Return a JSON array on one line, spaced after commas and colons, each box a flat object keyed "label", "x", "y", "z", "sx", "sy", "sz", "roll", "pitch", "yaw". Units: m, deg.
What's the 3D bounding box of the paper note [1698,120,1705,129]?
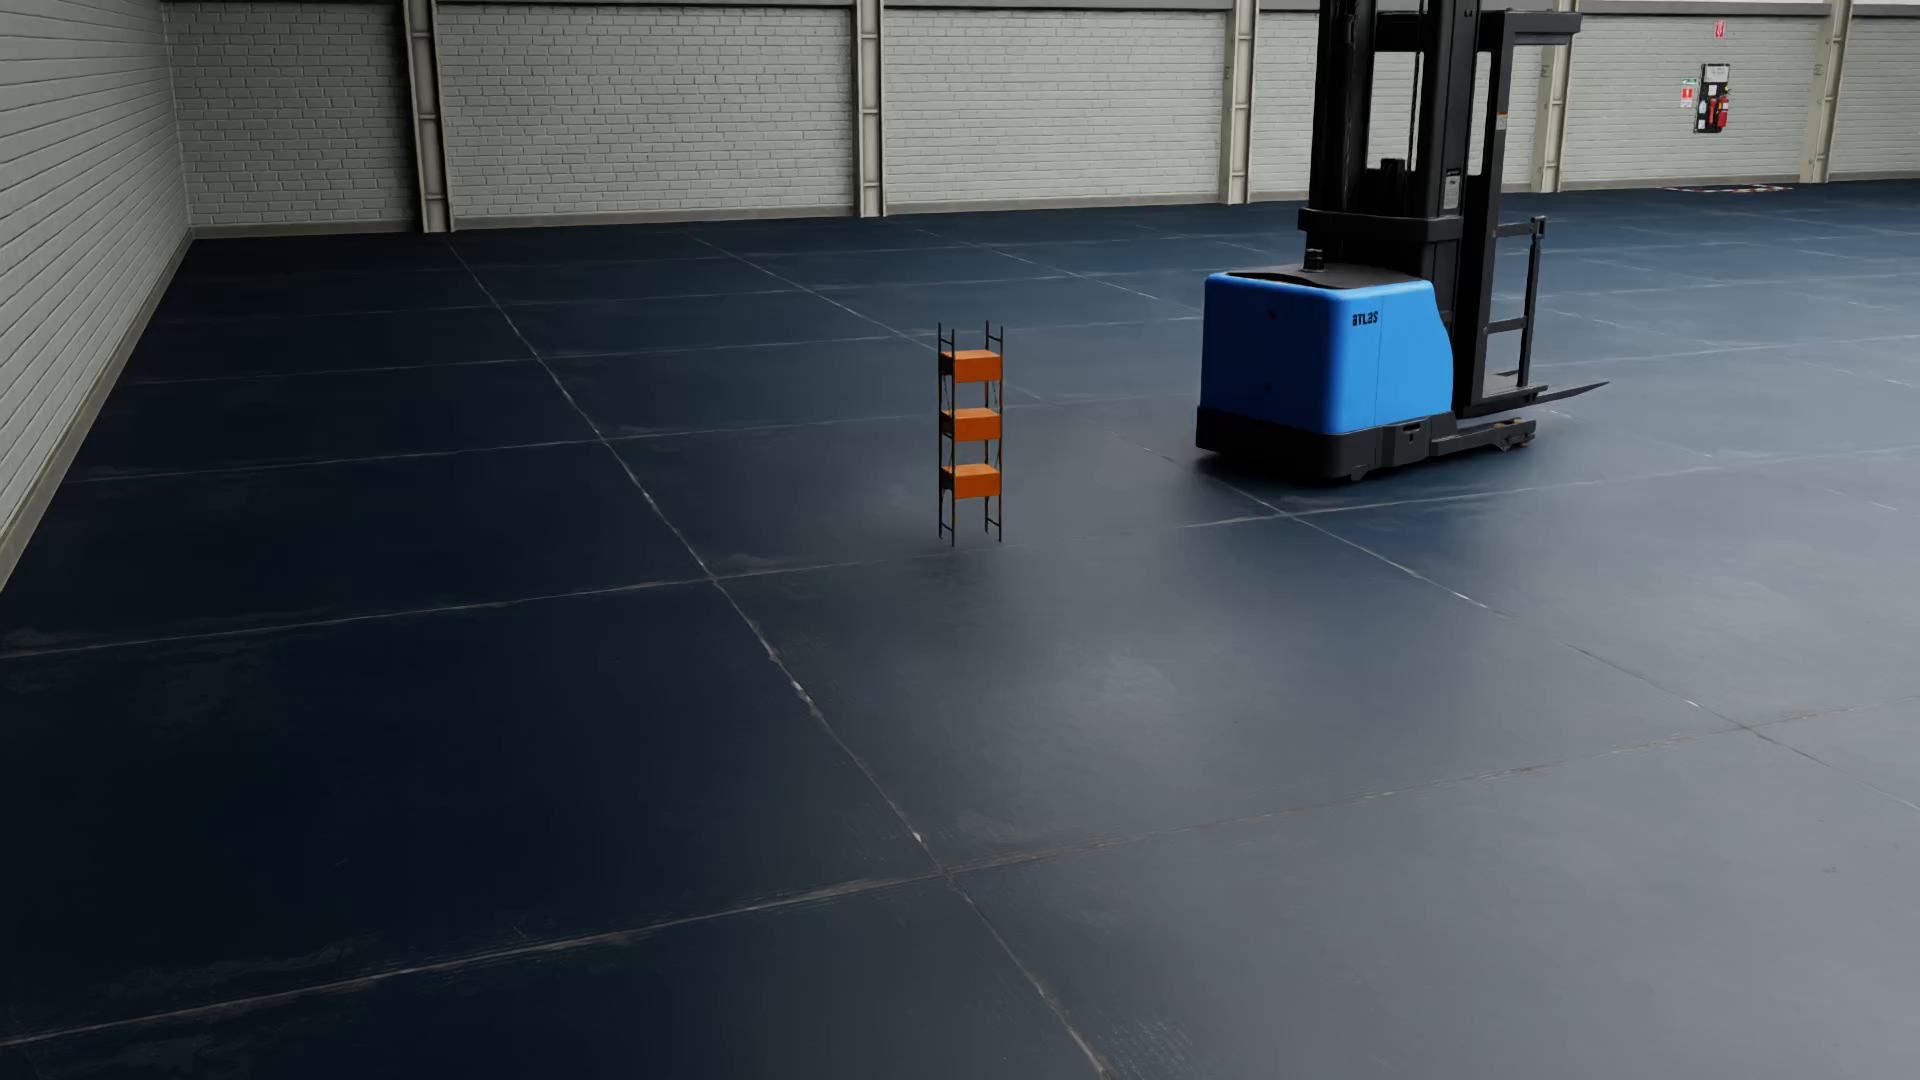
[{"label": "paper note", "x": 12.997, "y": -7.280, "z": 29.130, "sx": 0.142, "sy": 0.148, "sz": 0.016, "roll": -6, "pitch": 17, "yaw": -20}]

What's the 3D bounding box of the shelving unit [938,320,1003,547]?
[{"label": "shelving unit", "x": 0.050, "y": -0.509, "z": 7.969, "sx": 0.252, "sy": 1.050, "sz": 0.215, "roll": -6, "pitch": 17, "yaw": -20}]

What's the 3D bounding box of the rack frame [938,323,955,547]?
[{"label": "rack frame", "x": -0.064, "y": -0.497, "z": 7.927, "sx": 0.008, "sy": 1.050, "sz": 0.200, "roll": -6, "pitch": 17, "yaw": -20}]

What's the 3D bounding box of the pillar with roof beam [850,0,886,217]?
[{"label": "pillar with roof beam", "x": 0.241, "y": -7.873, "z": 18.937, "sx": 0.400, "sy": 9.000, "sz": 9.100, "roll": -6, "pitch": 17, "yaw": -20}]

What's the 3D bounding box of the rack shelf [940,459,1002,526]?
[{"label": "rack shelf", "x": 0.050, "y": -0.232, "z": 8.050, "sx": 0.240, "sy": 0.259, "sz": 0.215, "roll": -6, "pitch": 17, "yaw": -20}]

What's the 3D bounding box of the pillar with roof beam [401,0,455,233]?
[{"label": "pillar with roof beam", "x": -5.362, "y": -7.268, "z": 16.877, "sx": 0.400, "sy": 9.000, "sz": 9.100, "roll": -6, "pitch": 17, "yaw": -20}]

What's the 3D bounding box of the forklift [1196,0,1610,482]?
[{"label": "forklift", "x": 2.848, "y": -2.041, "z": 9.845, "sx": 3.031, "sy": 2.935, "sz": 1.130, "roll": -13, "pitch": 21, "yaw": -37}]

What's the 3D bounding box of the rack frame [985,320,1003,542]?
[{"label": "rack frame", "x": 0.164, "y": -0.521, "z": 8.011, "sx": 0.008, "sy": 1.050, "sz": 0.200, "roll": -6, "pitch": 17, "yaw": -20}]

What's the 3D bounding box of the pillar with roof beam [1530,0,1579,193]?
[{"label": "pillar with roof beam", "x": 11.446, "y": -9.083, "z": 23.057, "sx": 0.400, "sy": 9.000, "sz": 9.100, "roll": -6, "pitch": 17, "yaw": -20}]

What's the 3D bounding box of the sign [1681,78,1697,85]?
[{"label": "sign", "x": 12.641, "y": -7.944, "z": 28.822, "sx": 0.331, "sy": 0.109, "sz": 0.001, "roll": -6, "pitch": 17, "yaw": -20}]

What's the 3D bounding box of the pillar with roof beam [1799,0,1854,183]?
[{"label": "pillar with roof beam", "x": 17.049, "y": -9.688, "z": 25.117, "sx": 0.400, "sy": 9.000, "sz": 9.100, "roll": -6, "pitch": 17, "yaw": -20}]

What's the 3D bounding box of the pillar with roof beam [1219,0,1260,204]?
[{"label": "pillar with roof beam", "x": 5.843, "y": -8.478, "z": 20.997, "sx": 0.400, "sy": 9.000, "sz": 9.100, "roll": -6, "pitch": 17, "yaw": -20}]

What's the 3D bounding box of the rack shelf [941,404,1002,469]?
[{"label": "rack shelf", "x": 0.050, "y": -0.499, "z": 7.972, "sx": 0.240, "sy": 0.259, "sz": 0.215, "roll": -6, "pitch": 17, "yaw": -20}]

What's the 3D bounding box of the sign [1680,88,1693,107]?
[{"label": "sign", "x": 12.634, "y": -7.691, "z": 28.903, "sx": 0.234, "sy": 0.329, "sz": 0.001, "roll": -6, "pitch": 17, "yaw": -20}]

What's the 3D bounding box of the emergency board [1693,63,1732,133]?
[{"label": "emergency board", "x": 13.187, "y": -7.703, "z": 29.005, "sx": 0.643, "sy": 1.169, "sz": 0.194, "roll": -6, "pitch": 17, "yaw": -20}]

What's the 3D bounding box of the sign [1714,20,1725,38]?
[{"label": "sign", "x": 13.144, "y": -8.840, "z": 28.765, "sx": 0.199, "sy": 0.298, "sz": 0.001, "roll": -6, "pitch": 17, "yaw": -20}]

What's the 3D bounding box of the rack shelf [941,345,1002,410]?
[{"label": "rack shelf", "x": 0.050, "y": -0.771, "z": 7.892, "sx": 0.240, "sy": 0.259, "sz": 0.215, "roll": -6, "pitch": 17, "yaw": -20}]
